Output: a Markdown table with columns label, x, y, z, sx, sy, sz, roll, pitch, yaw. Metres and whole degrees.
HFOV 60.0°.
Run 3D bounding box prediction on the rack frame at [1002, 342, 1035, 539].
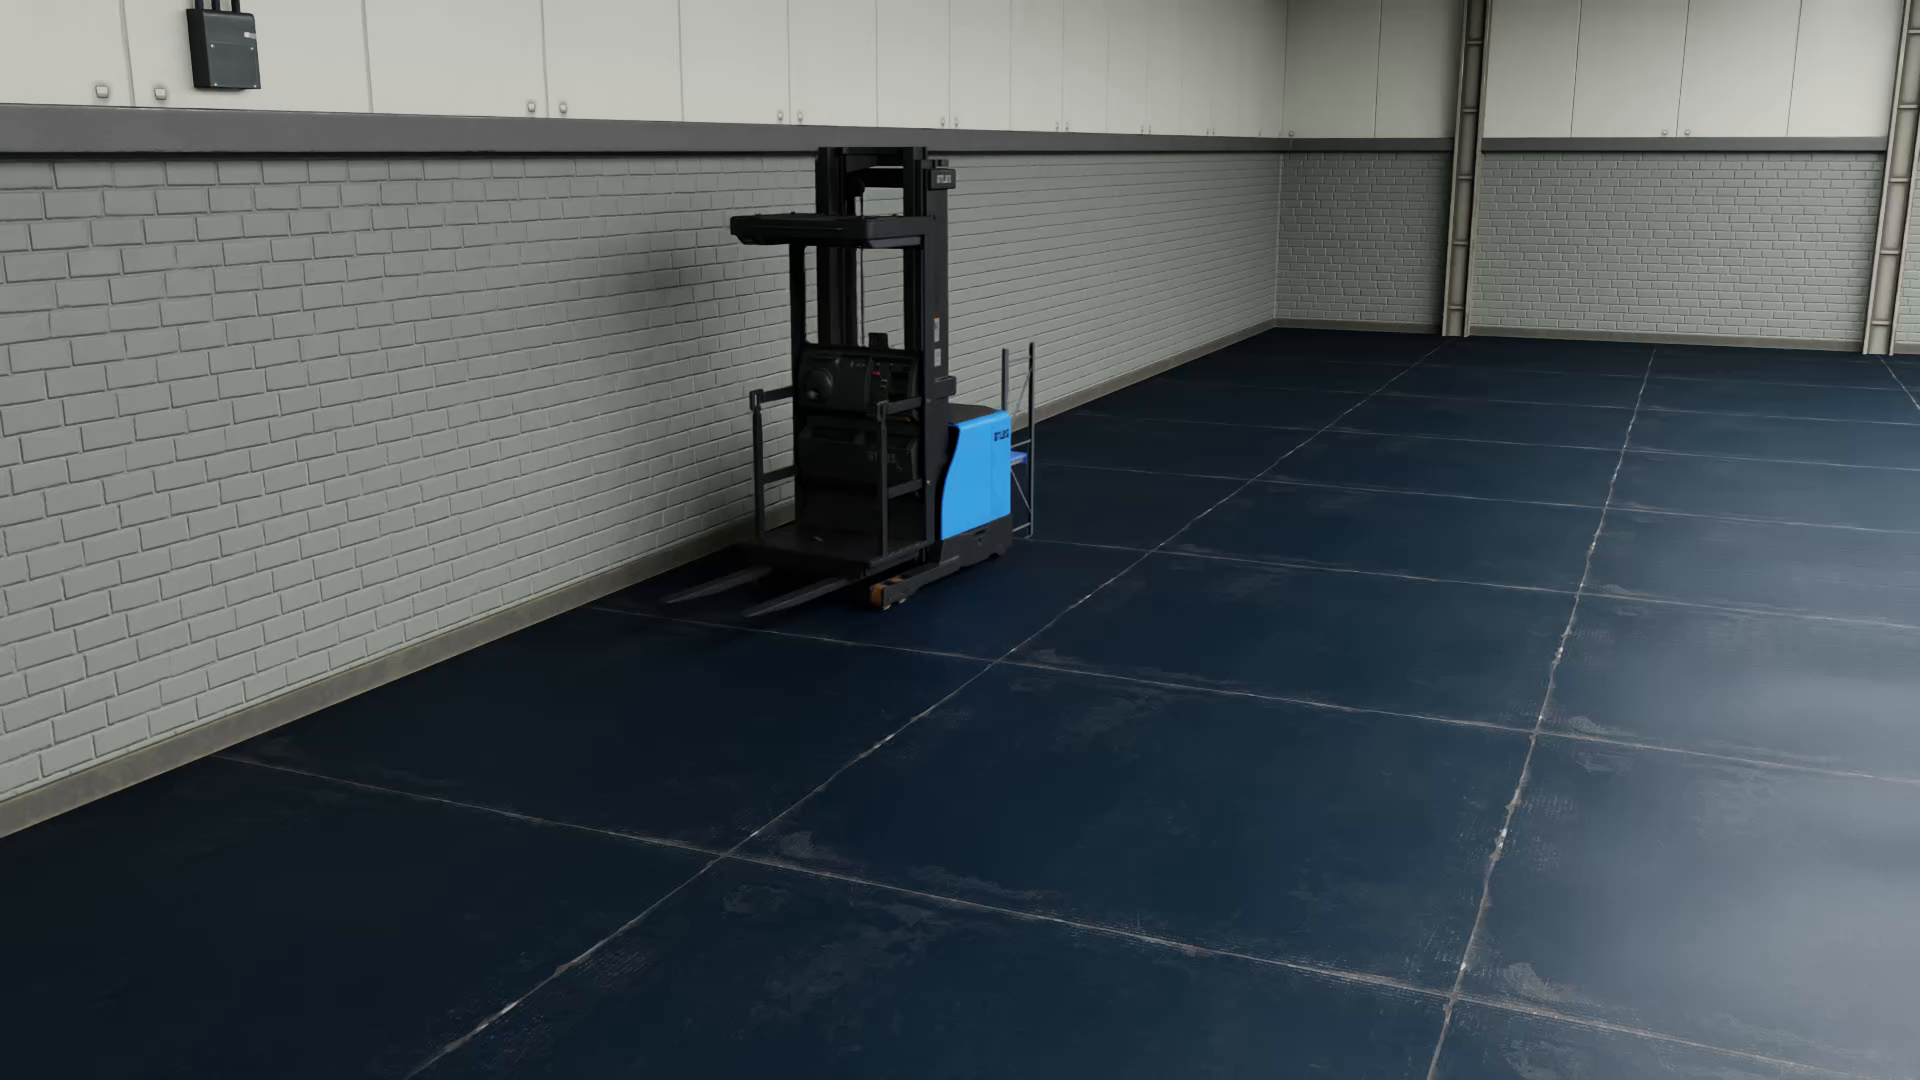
| label | x | y | z | sx | sy | sz | roll | pitch | yaw |
| --- | --- | --- | --- | --- | --- | --- | --- | --- | --- |
| rack frame | 0.436 | -0.714 | 12.516 | 0.032 | 1.500 | 0.500 | 7 | 15 | 27 |

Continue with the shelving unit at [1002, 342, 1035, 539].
| label | x | y | z | sx | sy | sz | roll | pitch | yaw |
| --- | --- | --- | --- | --- | --- | --- | --- | --- | --- |
| shelving unit | -0.013 | -0.769 | 12.749 | 1.048 | 1.500 | 0.538 | 7 | 15 | 27 |

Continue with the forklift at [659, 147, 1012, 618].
| label | x | y | z | sx | sy | sz | roll | pitch | yaw |
| --- | --- | --- | --- | --- | --- | --- | --- | --- | --- |
| forklift | -0.793 | -1.093 | 10.995 | 1.130 | 2.935 | 3.031 | 8 | 15 | 29 |

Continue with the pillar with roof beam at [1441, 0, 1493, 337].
| label | x | y | z | sx | sy | sz | roll | pitch | yaw |
| --- | --- | --- | --- | --- | --- | --- | --- | --- | --- |
| pillar with roof beam | 6.243 | -6.778 | 21.942 | 0.400 | 9.000 | 9.100 | 6 | 14 | 23 |

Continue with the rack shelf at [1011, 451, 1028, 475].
| label | x | y | z | sx | sy | sz | roll | pitch | yaw |
| --- | --- | --- | --- | --- | --- | --- | --- | --- | --- |
| rack shelf | -0.013 | -0.594 | 12.790 | 1.000 | 0.185 | 0.538 | 7 | 15 | 27 |

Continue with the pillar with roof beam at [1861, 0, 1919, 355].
| label | x | y | z | sx | sy | sz | roll | pitch | yaw |
| --- | --- | --- | --- | --- | --- | --- | --- | --- | --- |
| pillar with roof beam | 11.729 | -6.223 | 19.576 | 0.400 | 9.000 | 9.100 | 6 | 14 | 23 |
